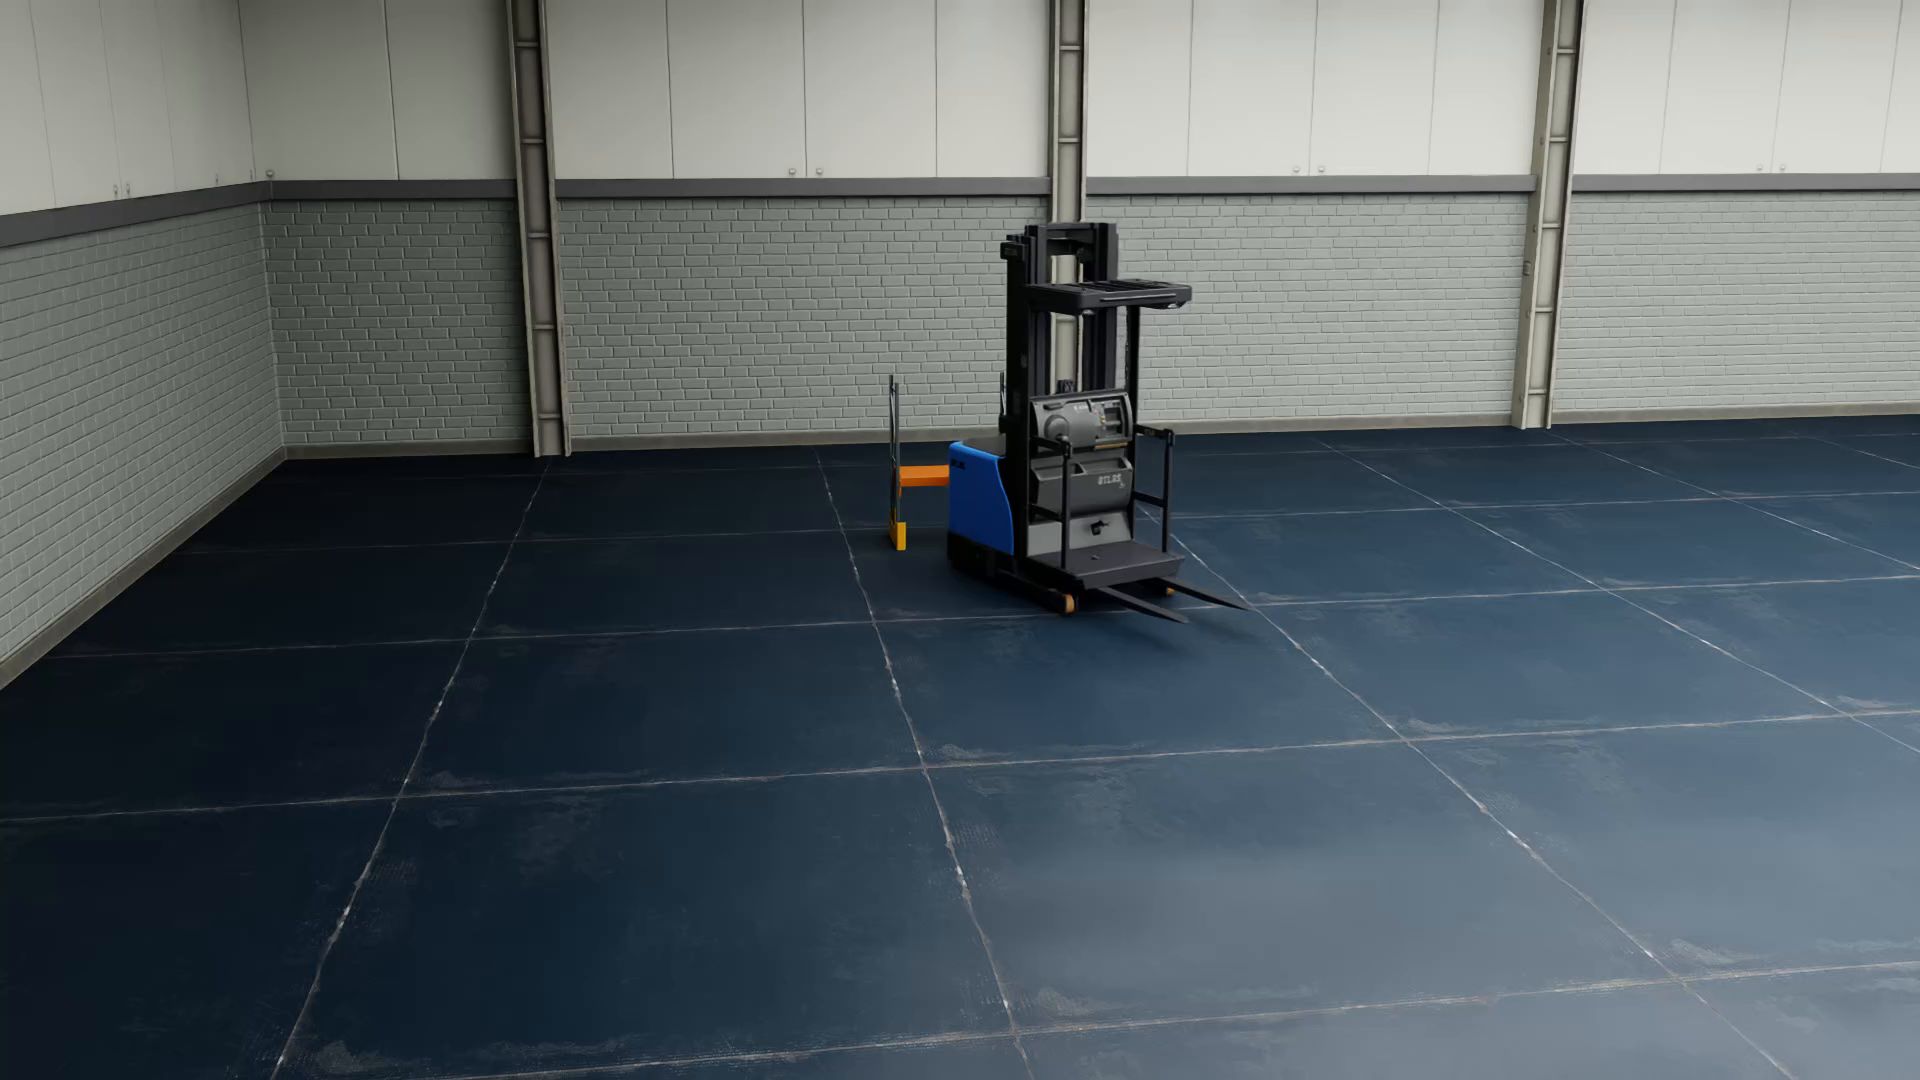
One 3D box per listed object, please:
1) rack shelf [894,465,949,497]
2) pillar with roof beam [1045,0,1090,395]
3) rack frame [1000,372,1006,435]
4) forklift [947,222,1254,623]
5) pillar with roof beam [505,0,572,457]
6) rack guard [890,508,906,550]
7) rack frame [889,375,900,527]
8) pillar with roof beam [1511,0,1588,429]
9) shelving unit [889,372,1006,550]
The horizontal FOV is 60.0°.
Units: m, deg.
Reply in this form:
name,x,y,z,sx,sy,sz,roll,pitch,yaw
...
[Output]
name,x,y,z,sx,sy,sz,roll,pitch,yaw
rack shelf,-0.084,-0.550,15.071,1.000,0.185,0.538,-2,14,-8
pillar with roof beam,1.881,-4.539,14.821,0.400,9.000,9.100,-2,14,-8
rack frame,0.418,-0.743,15.101,0.032,1.500,0.500,-2,14,-8
forklift,1.092,-0.970,13.063,1.130,2.935,3.031,-9,16,-31
pillar with roof beam,-4.052,-4.322,13.954,0.400,9.000,9.100,-2,14,-8
rack guard,-0.568,-0.100,15.108,0.087,0.250,0.587,-2,14,-8
rack frame,-0.587,-0.706,14.954,0.032,1.500,0.500,-2,14,-8
pillar with roof beam,7.814,-4.756,15.688,0.400,9.000,9.100,-2,14,-8
shelving unit,-0.075,-0.725,15.028,1.083,1.500,0.587,-2,14,-8
